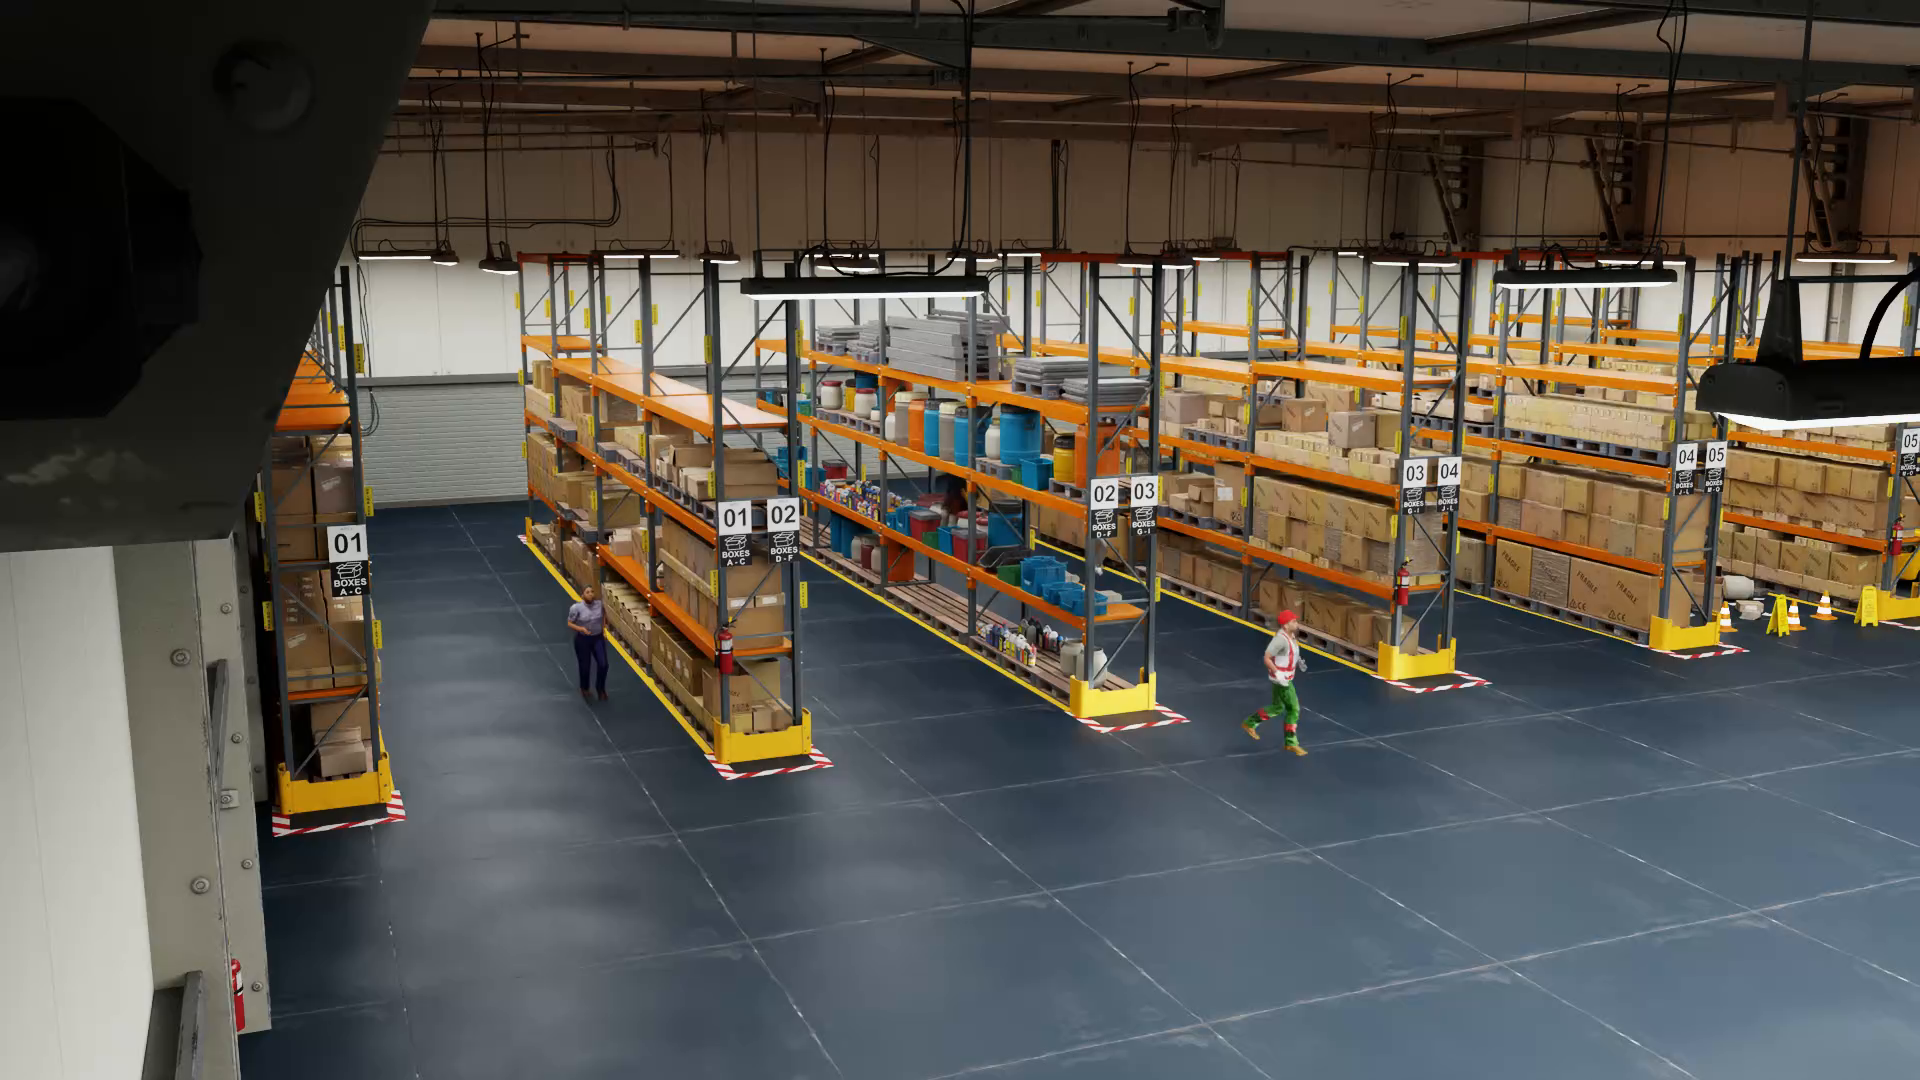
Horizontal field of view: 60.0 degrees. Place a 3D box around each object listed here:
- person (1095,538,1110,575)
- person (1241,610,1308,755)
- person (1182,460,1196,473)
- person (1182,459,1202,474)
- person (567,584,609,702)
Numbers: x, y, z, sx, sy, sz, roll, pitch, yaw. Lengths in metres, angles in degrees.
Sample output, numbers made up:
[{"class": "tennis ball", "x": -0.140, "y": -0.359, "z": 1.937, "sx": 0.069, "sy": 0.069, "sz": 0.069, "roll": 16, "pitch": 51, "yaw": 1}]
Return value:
[{"class": "person", "x": 2.465, "y": -0.195, "z": 29.980, "sx": 0.540, "sy": 1.706, "sz": 0.649, "roll": -5, "pitch": 11, "yaw": -24}, {"class": "person", "x": 3.918, "y": 1.738, "z": 20.595, "sx": 0.857, "sy": 1.810, "sz": 0.647, "roll": 4, "pitch": 11, "yaw": 19}, {"class": "person", "x": 5.767, "y": -2.073, "z": 41.593, "sx": 0.584, "sy": 1.722, "sz": 0.733, "roll": 5, "pitch": 12, "yaw": 26}, {"class": "person", "x": 5.818, "y": -2.102, "z": 41.988, "sx": 0.619, "sy": 1.676, "sz": 0.640, "roll": -3, "pitch": 11, "yaw": -16}, {"class": "person", "x": -5.069, "y": 1.430, "z": 22.781, "sx": 0.597, "sy": 1.679, "sz": 0.695, "roll": -5, "pitch": 12, "yaw": -26}]
